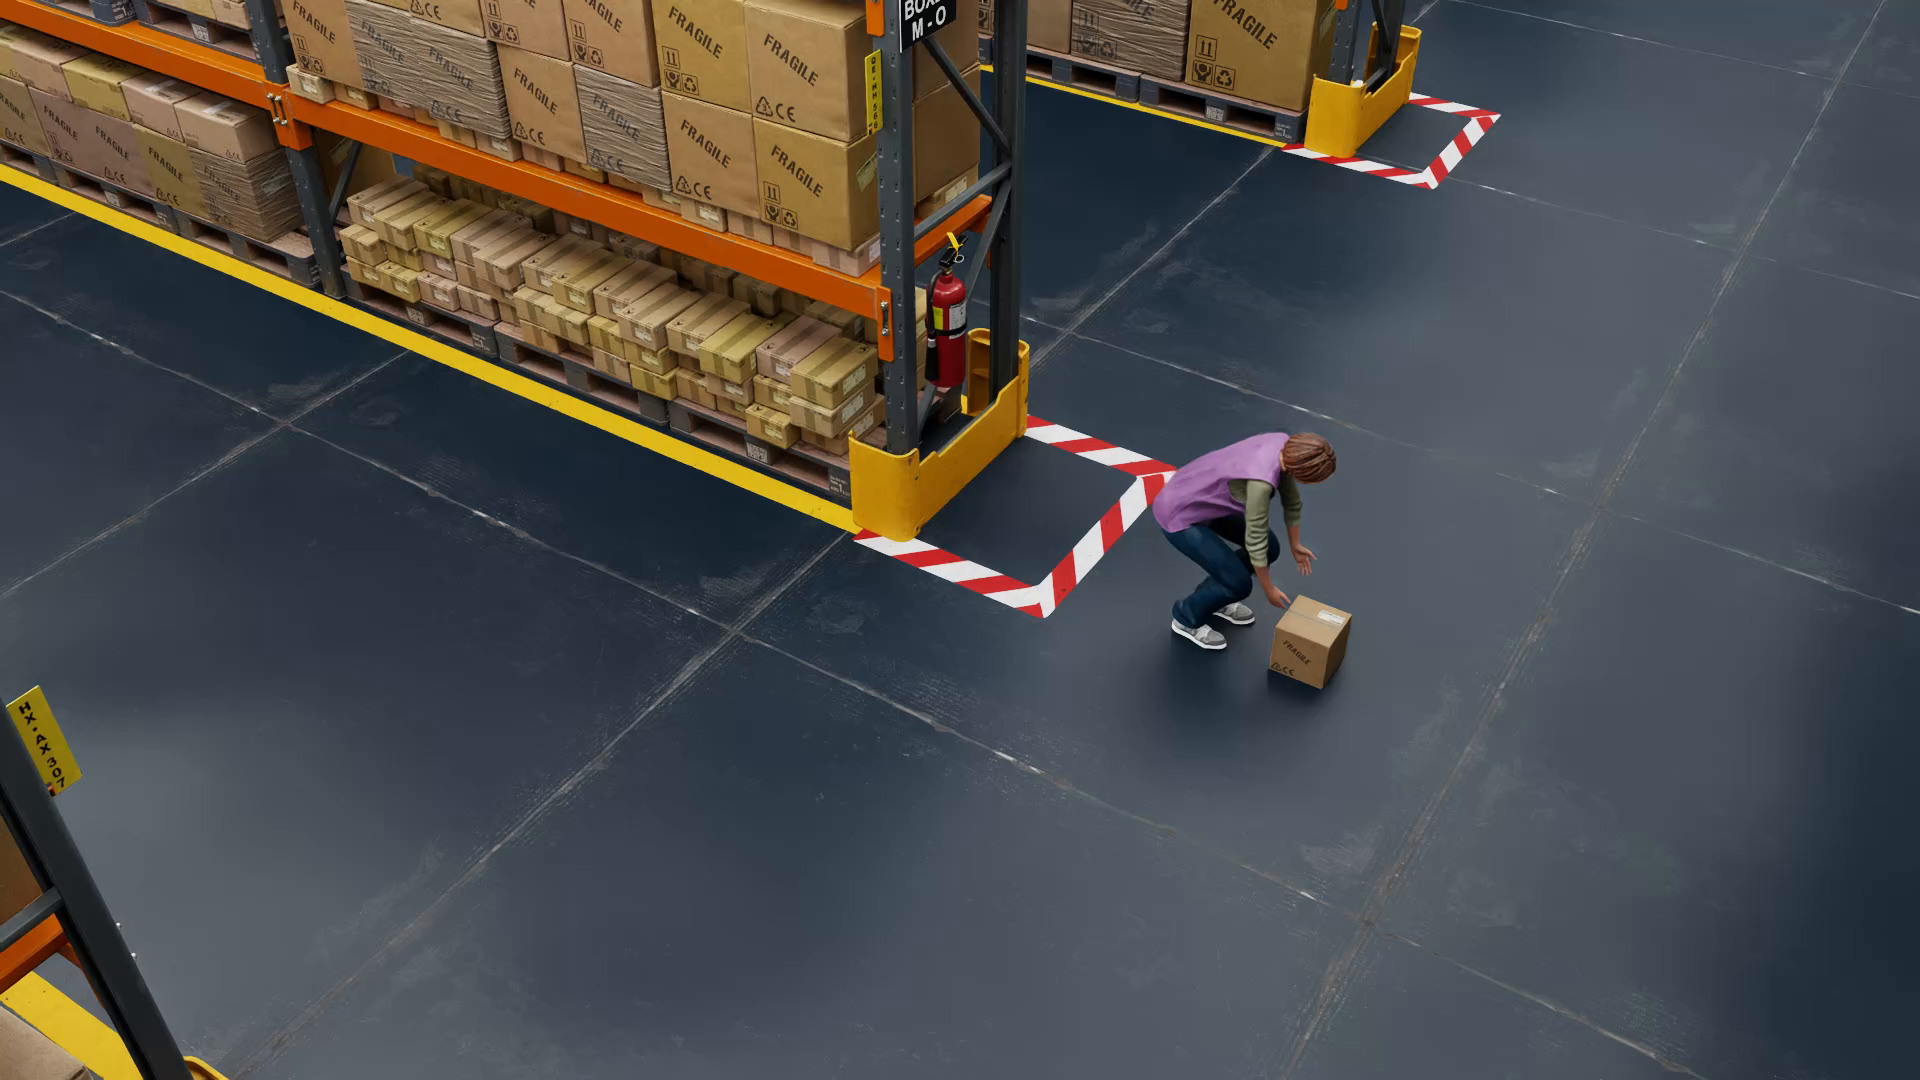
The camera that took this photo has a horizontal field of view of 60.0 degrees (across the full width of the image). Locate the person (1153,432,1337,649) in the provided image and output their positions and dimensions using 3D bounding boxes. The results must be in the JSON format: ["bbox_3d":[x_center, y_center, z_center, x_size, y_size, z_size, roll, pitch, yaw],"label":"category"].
[{"bbox_3d":[1.194,-0.048,7.132,0.736,1.115,0.462,22,44,25],"label":"person"}]
